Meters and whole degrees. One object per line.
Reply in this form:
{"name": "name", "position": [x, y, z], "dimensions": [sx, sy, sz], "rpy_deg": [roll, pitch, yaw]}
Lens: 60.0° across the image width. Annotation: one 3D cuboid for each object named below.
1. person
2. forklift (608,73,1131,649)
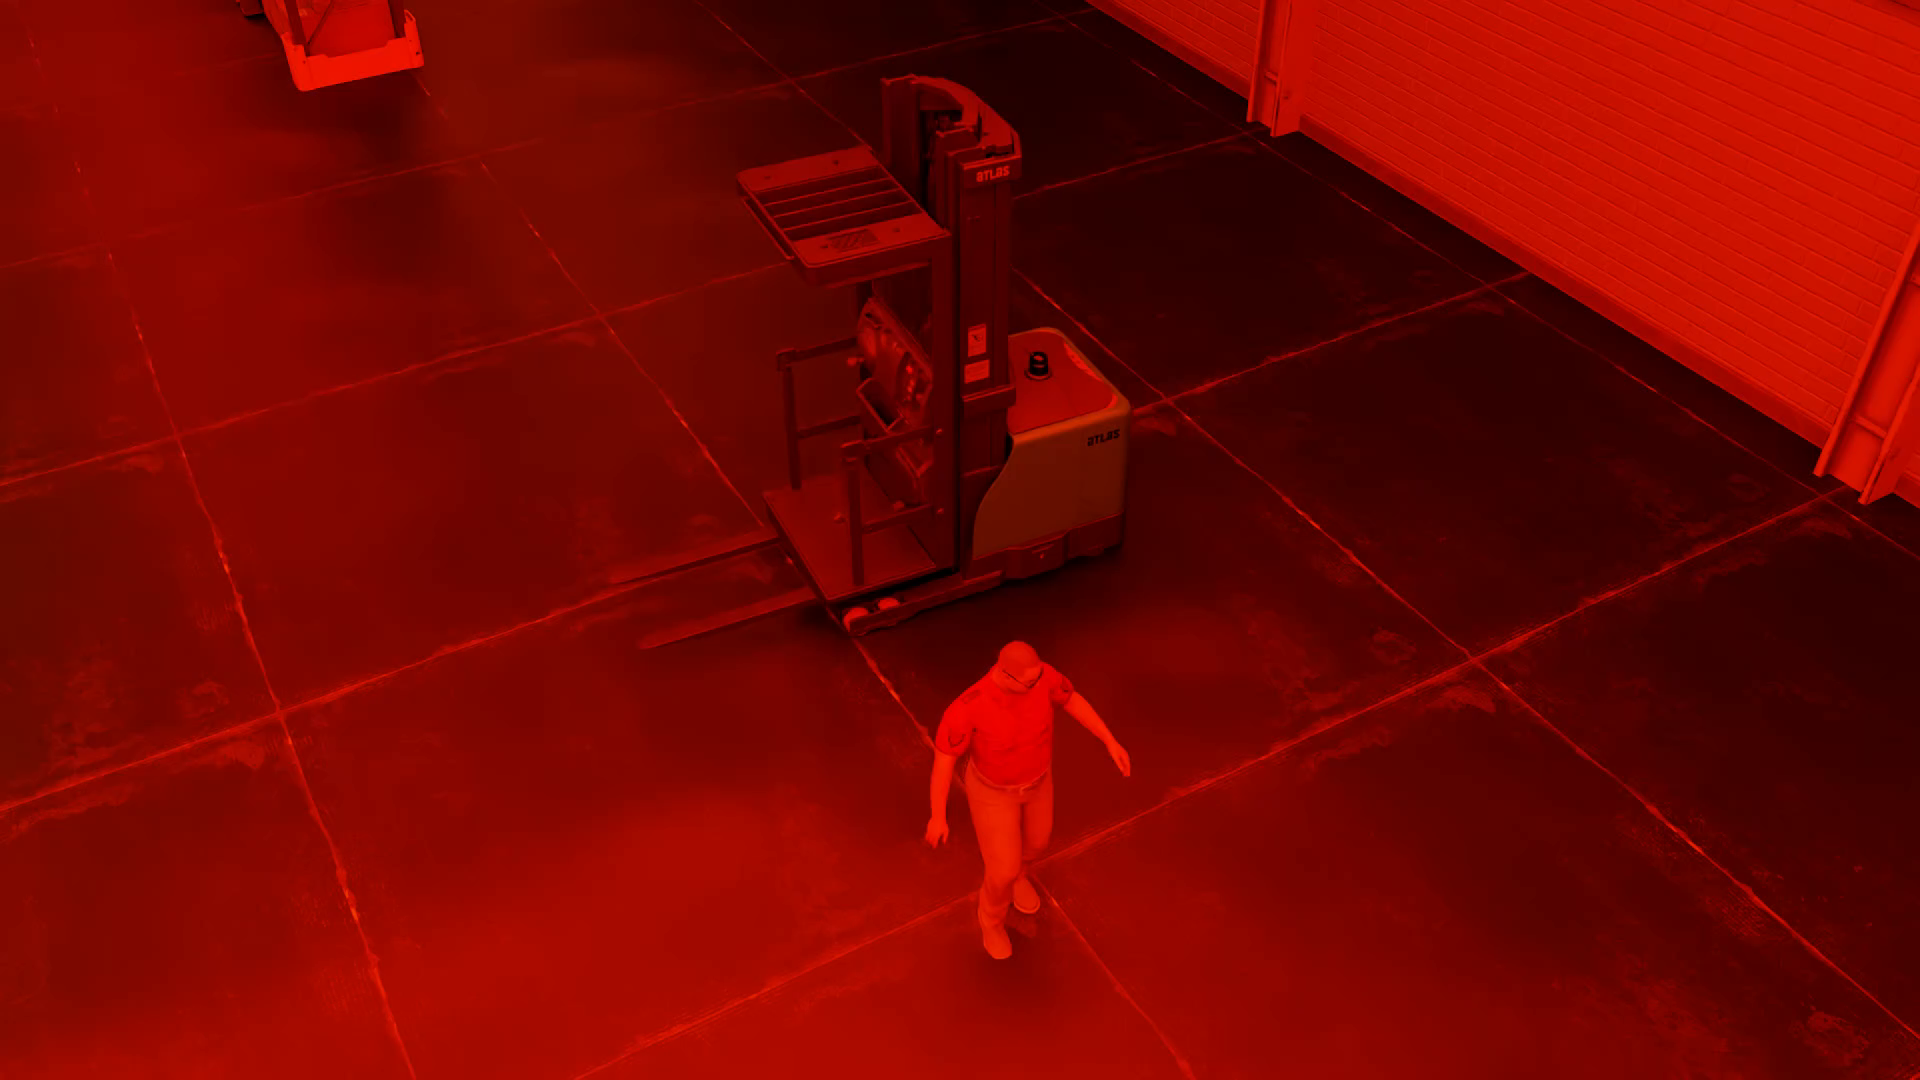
{"name": "person", "position": [0.270, 1.180, 7.627], "dimensions": [0.962, 1.767, 0.507], "rpy_deg": [-20, 44, -22]}
{"name": "forklift", "position": [-0.550, -0.957, 9.190], "dimensions": [3.031, 2.935, 1.130], "rpy_deg": [-17, 43, -19]}
